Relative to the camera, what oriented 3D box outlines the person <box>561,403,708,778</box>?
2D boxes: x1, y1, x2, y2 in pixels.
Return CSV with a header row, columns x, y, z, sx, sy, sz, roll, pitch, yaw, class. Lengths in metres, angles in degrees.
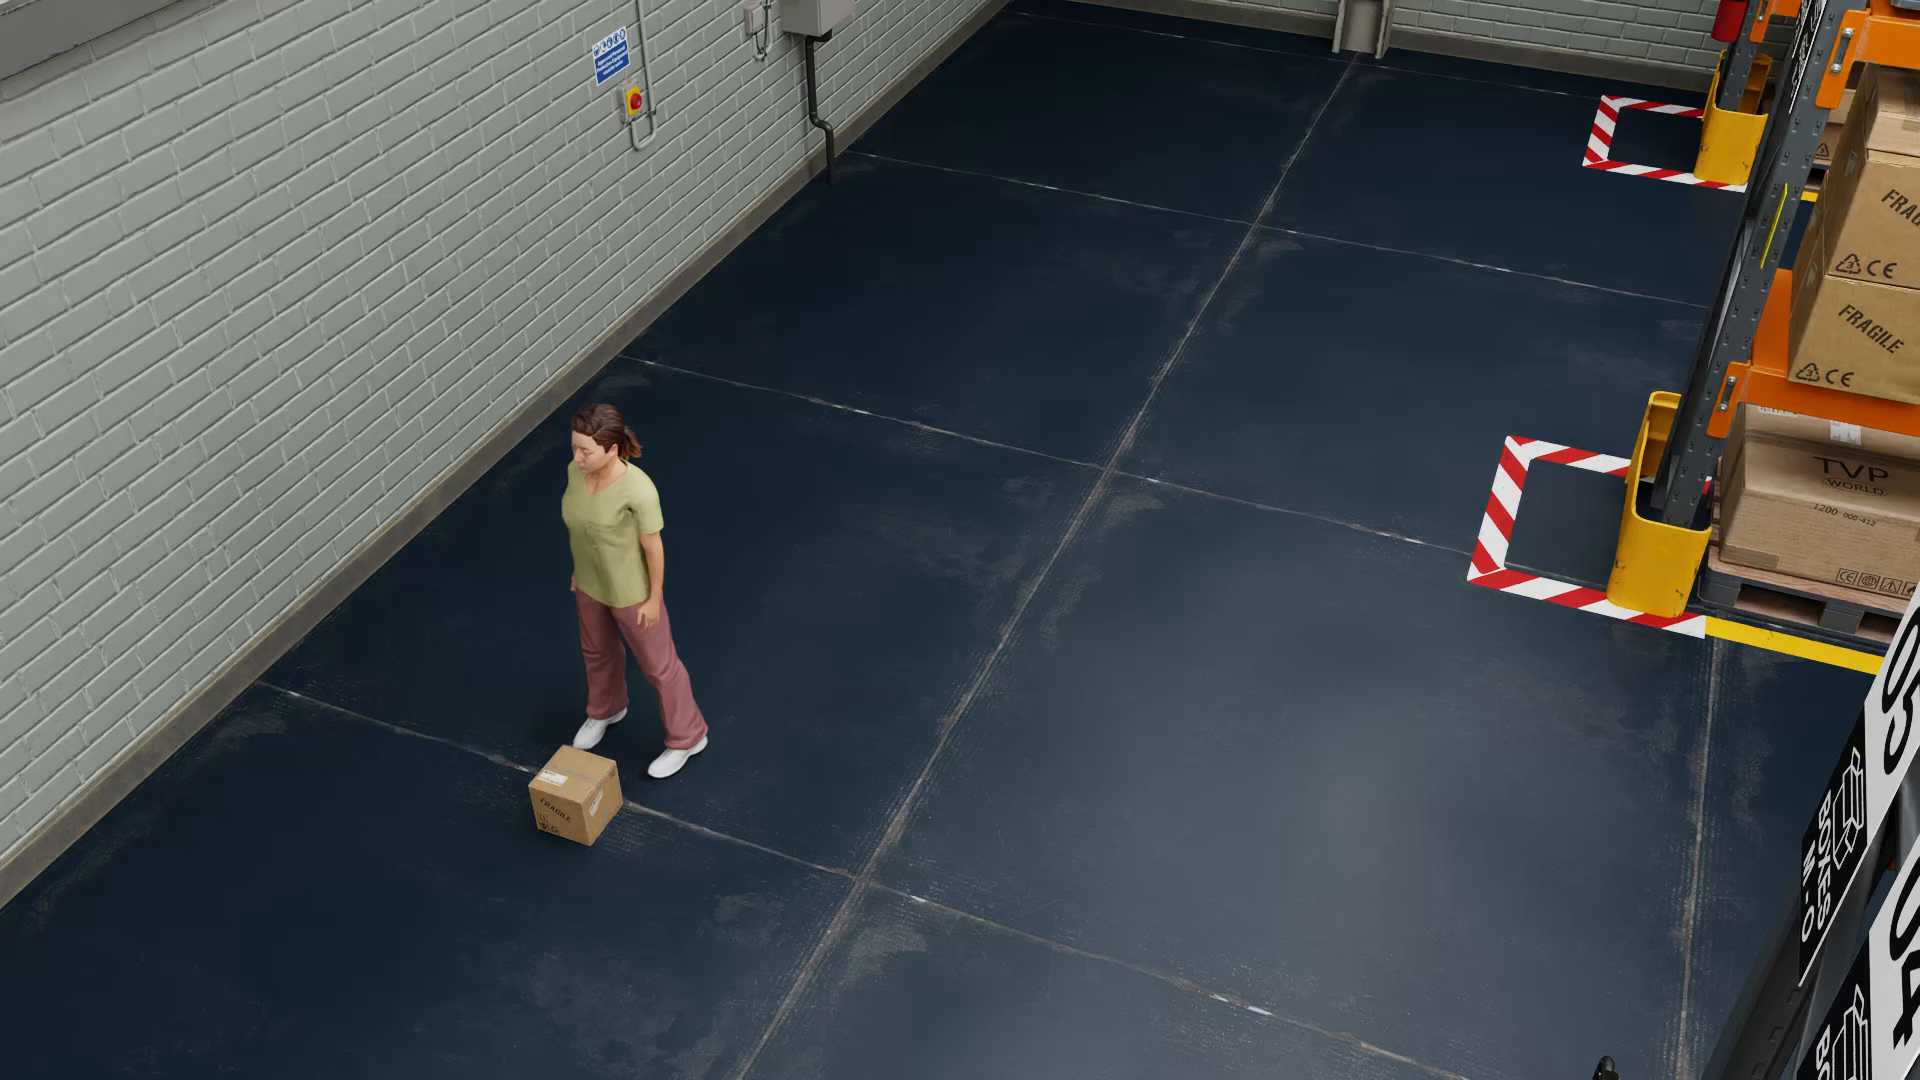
x,y,z,sx,sy,sz,roll,pitch,yaw,class
-1.347,0.196,6.560,0.540,1.676,0.402,22,43,26,person
